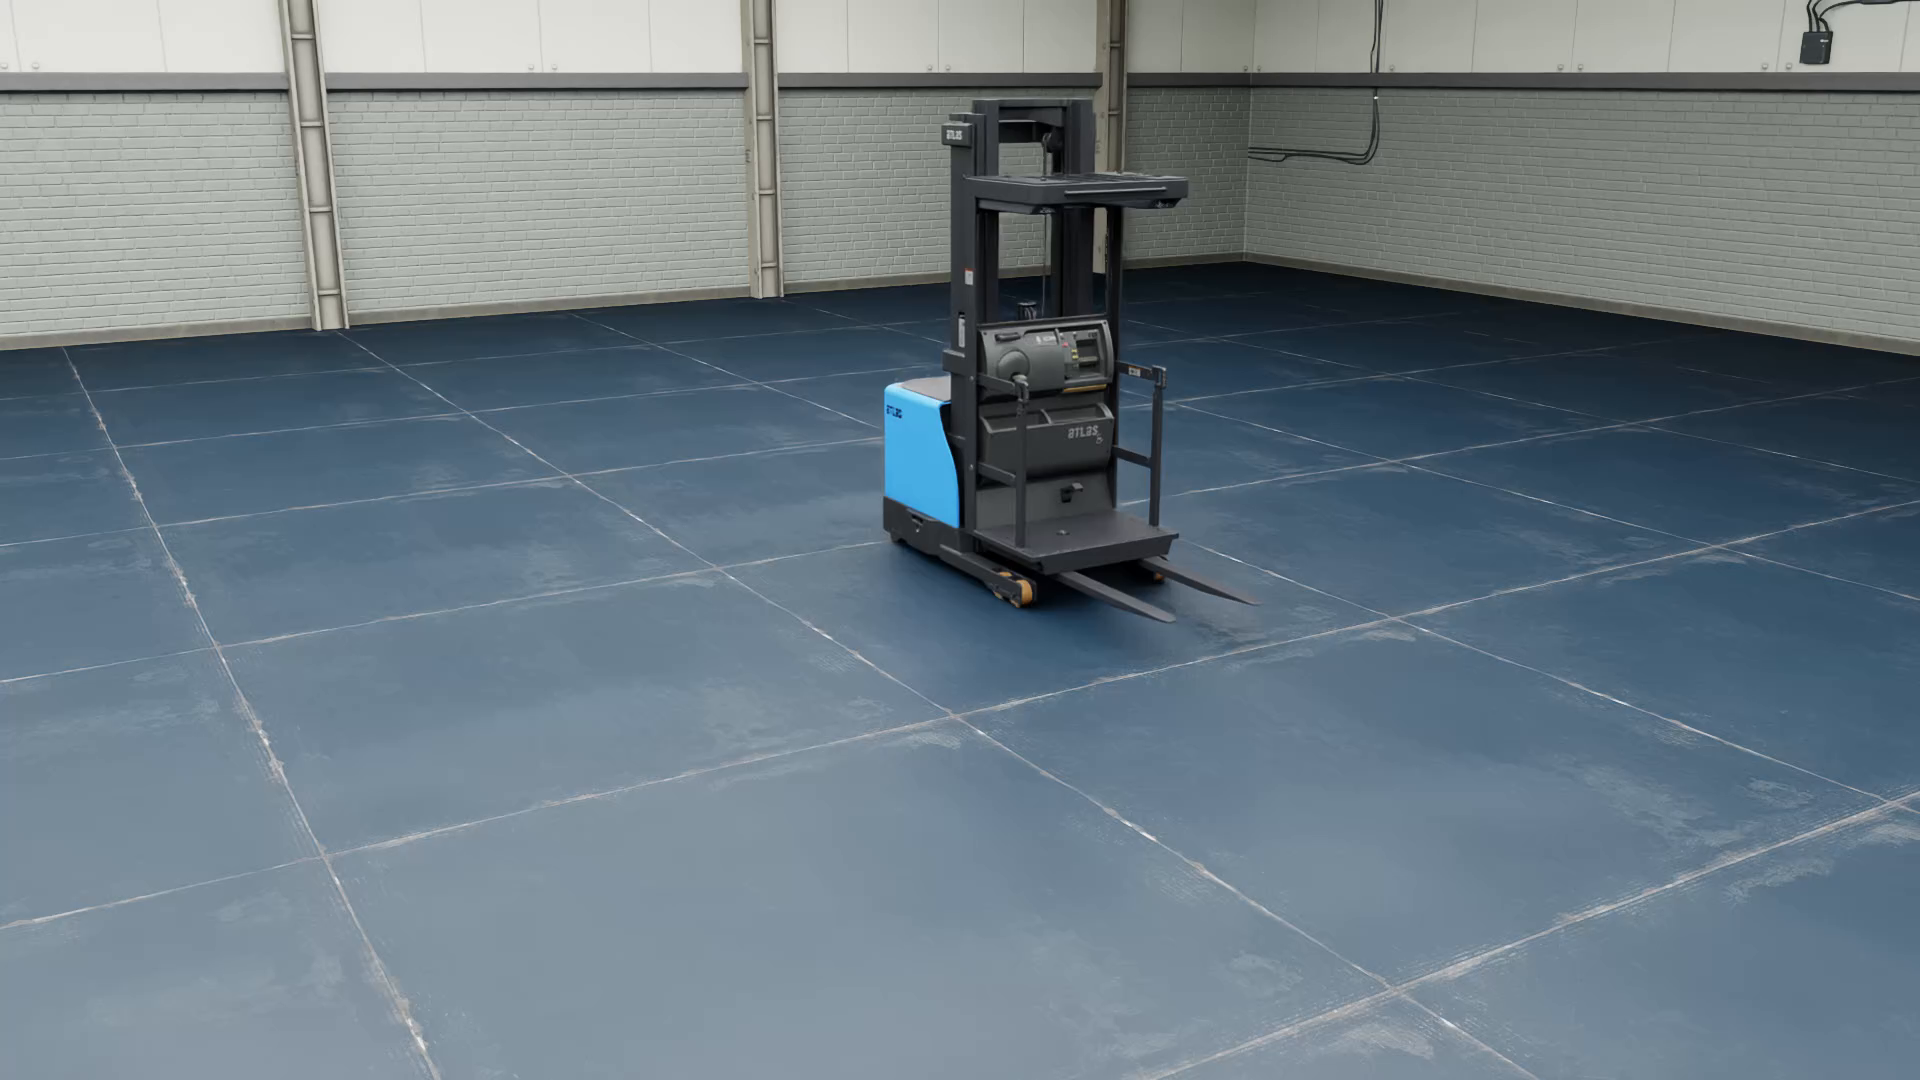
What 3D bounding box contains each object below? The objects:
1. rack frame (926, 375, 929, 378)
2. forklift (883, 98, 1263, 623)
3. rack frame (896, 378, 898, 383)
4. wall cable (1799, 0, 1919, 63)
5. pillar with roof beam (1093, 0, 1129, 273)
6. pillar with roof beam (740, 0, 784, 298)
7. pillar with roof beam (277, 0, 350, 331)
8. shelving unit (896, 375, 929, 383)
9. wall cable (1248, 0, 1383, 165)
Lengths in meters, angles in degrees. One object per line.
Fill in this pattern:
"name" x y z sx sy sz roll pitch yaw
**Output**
"rack frame" -0.180 -0.625 11.695 0.008 1.050 0.200 -9 18 -30
"forklift" 0.653 -1.151 10.085 1.130 2.935 3.031 -9 18 -29
"rack frame" -0.389 -0.591 11.574 0.008 1.050 0.200 -9 18 -30
"wall cable" 10.451 -8.211 17.729 0.169 6.003 2.305 -9 18 -30
"pillar with roof beam" 4.586 -7.673 22.109 0.400 9.000 9.100 -9 18 -30
"pillar with roof beam" -0.557 -6.839 19.134 0.400 9.000 9.100 -9 18 -30
"pillar with roof beam" -5.700 -6.005 16.159 0.400 9.000 9.100 -9 18 -30
"shelving unit" -0.285 -0.608 11.634 0.252 1.050 0.215 -9 18 -30
"wall cable" 5.575 -7.277 26.451 0.112 2.526 3.097 -9 18 -30
